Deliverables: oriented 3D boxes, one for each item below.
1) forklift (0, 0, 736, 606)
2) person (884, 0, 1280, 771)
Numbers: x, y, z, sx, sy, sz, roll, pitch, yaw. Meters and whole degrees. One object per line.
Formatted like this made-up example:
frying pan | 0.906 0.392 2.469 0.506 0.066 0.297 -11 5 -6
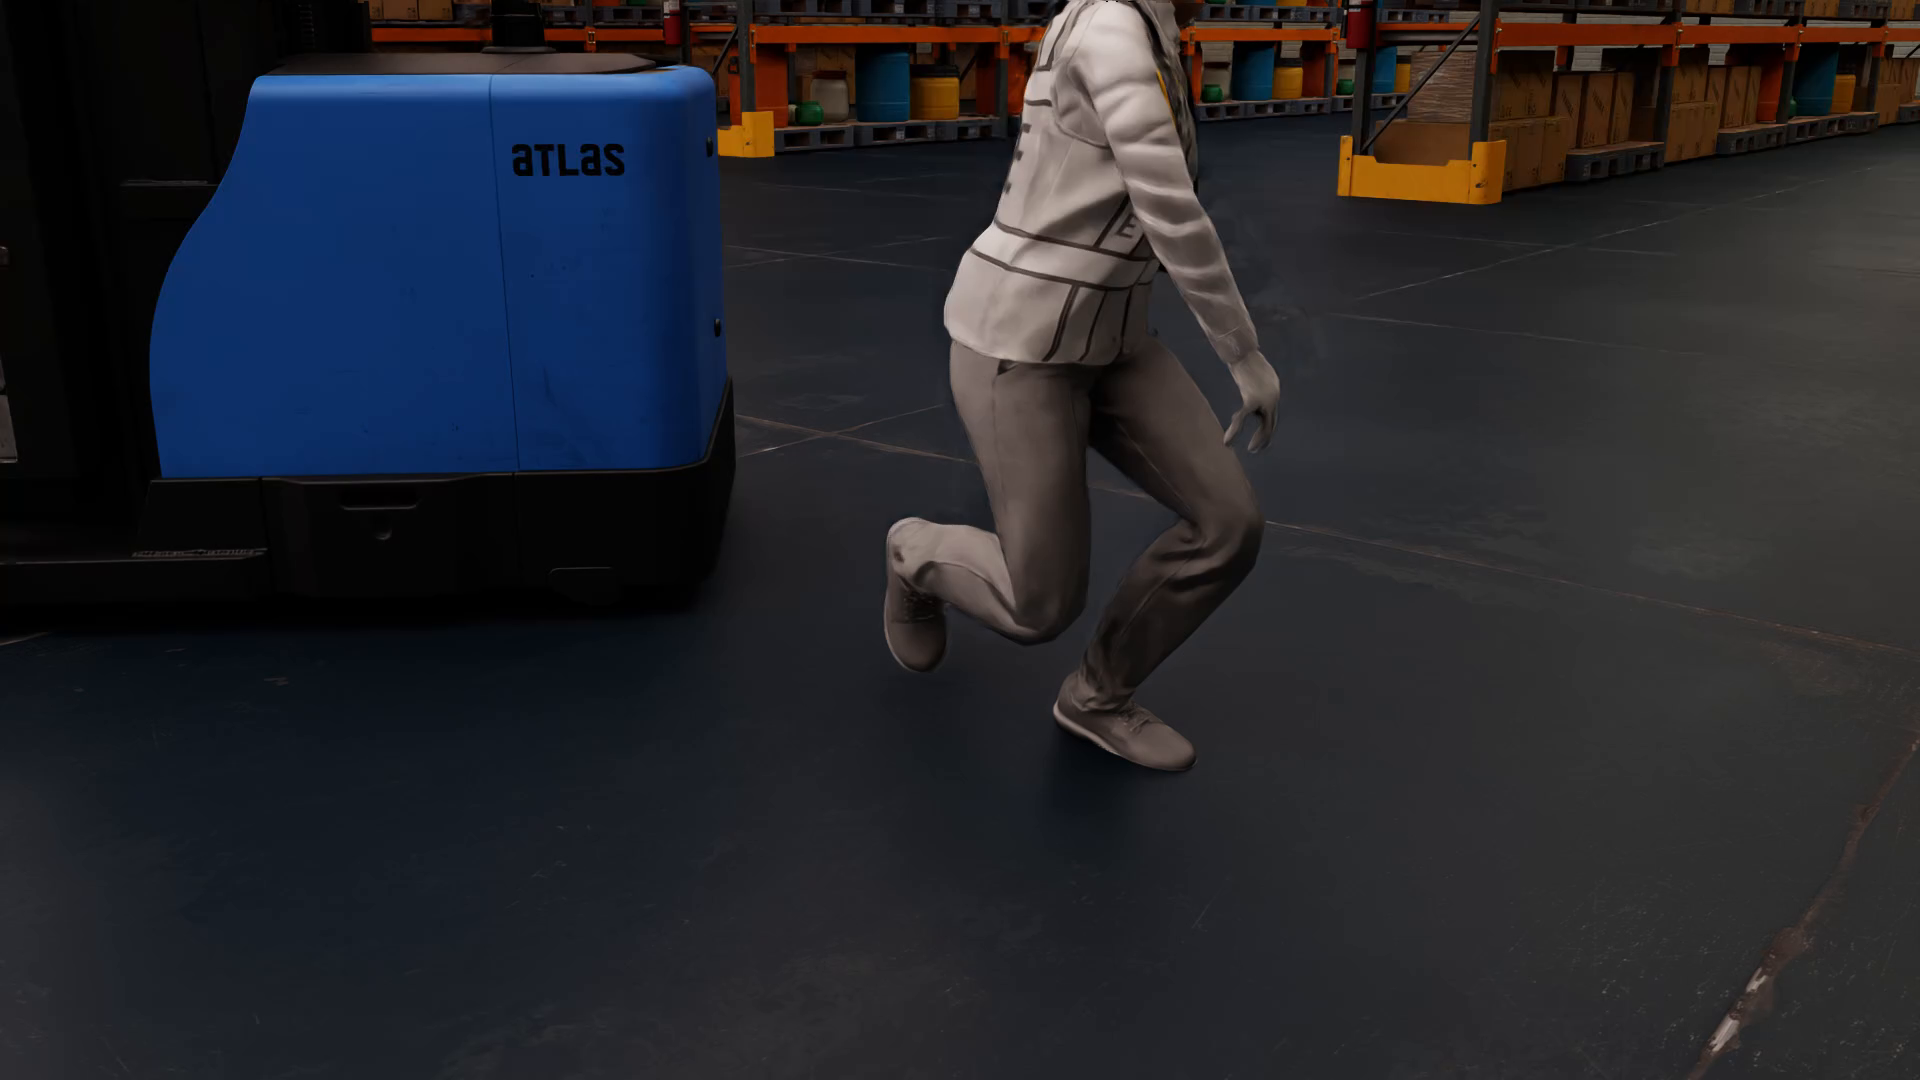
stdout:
forklift | -2.059 -1.364 3.388 3.031 2.935 1.130 -1 17 -4
person | 0.207 -0.363 2.721 0.775 1.452 0.573 10 20 30
